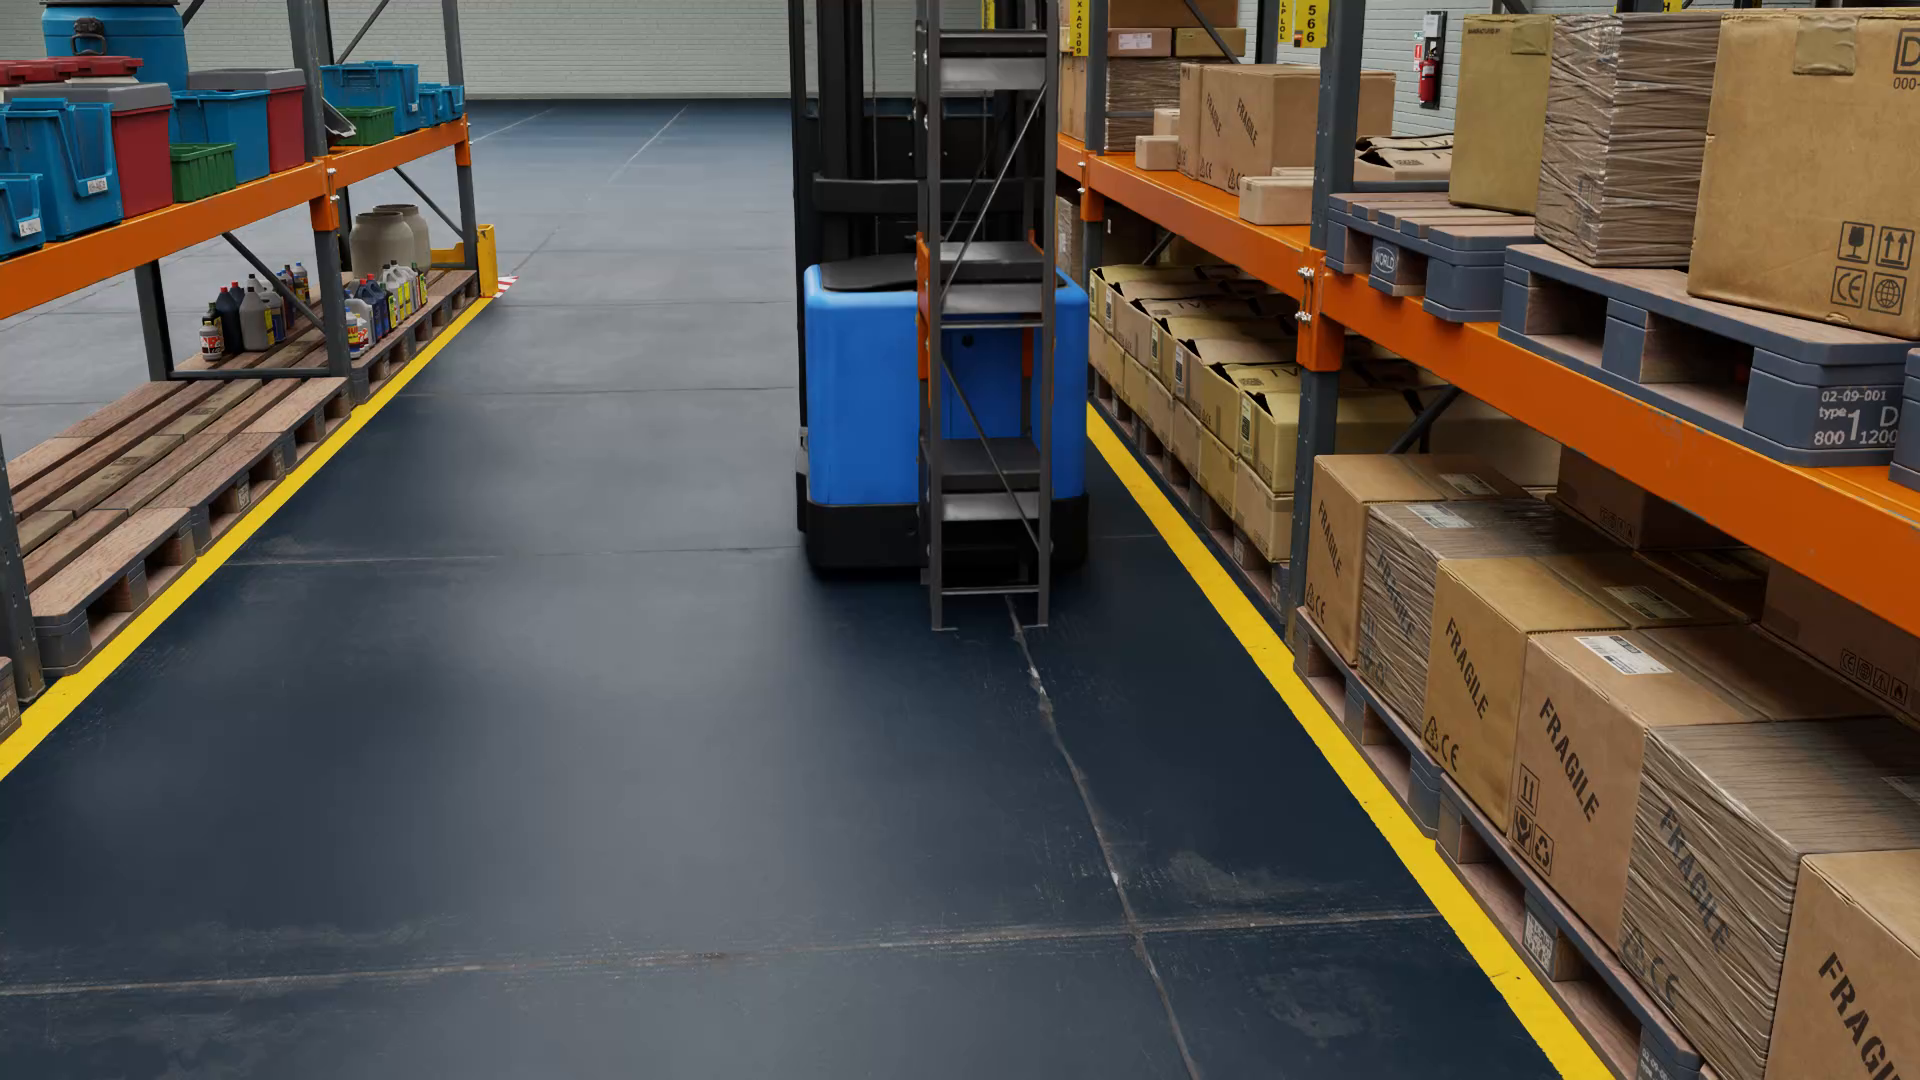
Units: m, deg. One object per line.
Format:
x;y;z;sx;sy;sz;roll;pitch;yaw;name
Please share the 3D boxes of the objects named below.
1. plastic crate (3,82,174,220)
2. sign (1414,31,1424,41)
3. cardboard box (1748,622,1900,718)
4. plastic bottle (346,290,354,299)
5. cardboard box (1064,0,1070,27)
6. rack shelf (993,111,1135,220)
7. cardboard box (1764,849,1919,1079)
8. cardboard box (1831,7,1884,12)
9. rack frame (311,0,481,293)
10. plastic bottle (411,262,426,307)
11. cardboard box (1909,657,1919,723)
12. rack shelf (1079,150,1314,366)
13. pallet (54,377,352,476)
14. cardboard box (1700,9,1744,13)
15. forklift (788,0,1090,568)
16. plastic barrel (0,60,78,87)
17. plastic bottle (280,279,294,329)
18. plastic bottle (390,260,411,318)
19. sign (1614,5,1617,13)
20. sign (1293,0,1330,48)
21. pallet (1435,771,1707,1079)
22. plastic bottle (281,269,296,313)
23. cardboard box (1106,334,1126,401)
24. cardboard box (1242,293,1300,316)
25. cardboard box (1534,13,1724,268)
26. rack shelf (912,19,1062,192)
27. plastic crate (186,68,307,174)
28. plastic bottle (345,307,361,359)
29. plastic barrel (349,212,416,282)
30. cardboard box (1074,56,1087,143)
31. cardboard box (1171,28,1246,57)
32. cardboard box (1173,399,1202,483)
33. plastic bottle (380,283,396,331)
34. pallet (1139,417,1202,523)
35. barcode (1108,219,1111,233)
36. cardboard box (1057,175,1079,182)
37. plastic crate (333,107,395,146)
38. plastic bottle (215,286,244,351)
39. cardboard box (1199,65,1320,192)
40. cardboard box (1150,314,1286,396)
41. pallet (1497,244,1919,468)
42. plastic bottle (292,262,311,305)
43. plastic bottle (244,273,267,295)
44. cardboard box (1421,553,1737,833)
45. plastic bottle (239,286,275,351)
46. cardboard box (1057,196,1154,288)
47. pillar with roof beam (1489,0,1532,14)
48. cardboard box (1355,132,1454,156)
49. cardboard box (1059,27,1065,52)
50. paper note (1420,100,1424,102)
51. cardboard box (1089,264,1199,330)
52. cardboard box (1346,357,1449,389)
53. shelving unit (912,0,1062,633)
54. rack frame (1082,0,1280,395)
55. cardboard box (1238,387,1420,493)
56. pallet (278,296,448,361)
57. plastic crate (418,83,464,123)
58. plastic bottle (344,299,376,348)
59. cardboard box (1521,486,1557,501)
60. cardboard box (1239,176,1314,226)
-3.201;-1.450;6.181;0.402;0.464;0.583;-2;18;-6;plastic crate
5.824;-6.397;21.103;0.001;0.109;0.331;-2;18;-6;sign
2.032;0.484;3.566;0.500;0.500;0.500;-2;18;-8;cardboard box
-3.557;-1.321;9.698;0.097;0.271;0.097;0;17;0;plastic bottle
1.020;-3.371;10.073;0.700;0.500;0.500;-2;18;-6;cardboard box
0.970;-2.525;10.913;1.077;0.370;4.000;-2;18;-6;rack shelf
1.623;0.808;2.534;0.500;0.500;0.500;-2;18;-5;cardboard box
5.690;-3.002;10.196;0.500;0.500;0.500;-2;18;-6;cardboard box
-4.164;-3.312;12.219;1.000;3.000;0.127;-2;18;-6;rack frame
-3.508;-1.658;10.751;0.061;0.283;0.133;-1;17;-4;plastic bottle
2.091;0.287;2.943;0.500;0.250;0.500;-2;18;-6;cardboard box
1.382;-1.333;7.117;1.077;0.370;4.000;-2;18;-6;rack shelf
-3.632;-0.557;8.099;1.003;0.211;1.213;-2;18;-6;pallet
5.529;-3.461;11.657;0.500;0.500;0.500;-2;18;-7;cardboard box
-0.179;-1.688;7.162;1.130;2.935;3.031;-2;18;-5;forklift
-3.795;-1.675;6.777;0.433;0.535;0.433;0;17;0;plastic barrel
-4.064;-1.423;10.001;0.061;0.283;0.133;-2;18;-6;plastic bottle
-3.504;-1.558;10.320;0.144;0.351;0.185;-1;17;-3;plastic bottle
5.151;-4.014;13.011;0.100;0.325;0.005;-2;18;-6;sign
1.037;-1.615;4.880;0.100;0.325;0.005;-2;18;-6;sign
1.751;0.836;3.661;1.003;0.211;1.213;-2;18;-6;pallet
-4.251;-1.568;10.485;0.097;0.271;0.097;0;17;0;plastic bottle
1.023;-0.881;8.363;0.500;0.250;0.500;-1;17;-4;cardboard box
1.612;-1.013;7.849;0.500;0.311;0.500;-2;18;-6;cardboard box
1.670;-0.866;3.560;0.700;0.500;0.500;1;17;5;cardboard box
0.079;-1.420;5.404;0.431;0.518;0.480;-2;18;-5;rack shelf
-3.397;-2.016;7.984;0.402;0.464;0.583;-2;18;-6;plastic crate
-3.348;-1.137;9.111;0.097;0.271;0.097;0;17;0;plastic bottle
-3.968;-1.982;11.436;0.421;0.512;0.421;0;17;0;plastic barrel
1.063;-2.609;9.812;0.700;0.500;0.500;-2;18;-6;cardboard box
1.341;-2.715;9.069;0.380;0.149;0.250;-2;18;-6;cardboard box
1.186;-0.422;6.902;0.500;0.250;0.500;-1;17;-4;cardboard box
-3.417;-1.394;9.911;0.061;0.283;0.133;-1;17;-3;plastic bottle
1.420;-0.359;7.469;1.003;0.211;1.213;-2;18;-6;pallet
0.788;-1.659;8.789;0.001;0.075;0.075;-2;18;-6;barcode
0.715;-2.246;11.461;0.500;0.500;0.500;-2;18;-6;cardboard box
-3.610;-2.432;9.771;0.450;0.188;0.662;-2;18;-6;plastic crate
-4.104;-1.249;9.337;0.144;0.351;0.185;-2;18;-7;plastic bottle
1.345;-1.784;7.186;0.500;0.500;0.500;-2;18;-6;cardboard box
1.131;-0.839;7.296;0.500;0.311;0.500;-1;17;-4;cardboard box
1.794;-0.410;3.295;1.003;0.211;1.213;-2;18;-6;pallet
-4.287;-1.670;10.811;0.097;0.271;0.097;0;17;0;plastic bottle
-4.157;-1.403;9.825;0.144;0.351;0.185;-2;18;-6;plastic bottle
1.458;0.352;3.987;0.500;0.500;0.500;-2;18;-6;cardboard box
-3.961;-1.254;9.351;0.144;0.351;0.185;-2;18;-6;plastic bottle
0.871;-1.799;10.038;0.500;0.500;0.500;-2;18;-6;cardboard box
1.722;-7.953;16.986;9.100;9.000;0.400;-2;18;-6;pillar with roof beam
1.689;-1.310;5.992;0.500;0.311;0.500;-2;18;-6;cardboard box
0.806;-3.082;10.237;0.380;0.149;0.250;-1;17;-4;cardboard box
5.838;-5.596;20.964;0.016;0.148;0.142;-2;18;-6;paper note
0.971;-1.297;8.755;0.500;0.311;0.500;-2;18;-5;cardboard box
1.764;-0.558;6.399;0.500;0.311;0.500;-2;18;-7;cardboard box
0.079;-0.766;5.610;0.431;2.100;0.503;-2;18;-5;shelving unit
1.176;-2.272;8.907;1.000;3.000;0.127;-2;18;-6;rack frame
1.290;-0.385;5.849;0.500;0.311;0.500;-1;17;-4;cardboard box
-3.908;-1.356;10.643;1.003;0.211;1.213;-2;18;-6;pallet
-3.814;-3.101;11.796;0.499;0.251;0.616;-2;18;-6;plastic crate
-3.409;-1.235;9.415;0.152;0.276;0.135;-1;17;-4;plastic bottle
1.827;-0.134;5.986;0.500;0.250;0.500;-2;18;-6;cardboard box
1.221;-1.220;5.975;0.380;0.149;0.250;-2;18;-6;cardboard box
